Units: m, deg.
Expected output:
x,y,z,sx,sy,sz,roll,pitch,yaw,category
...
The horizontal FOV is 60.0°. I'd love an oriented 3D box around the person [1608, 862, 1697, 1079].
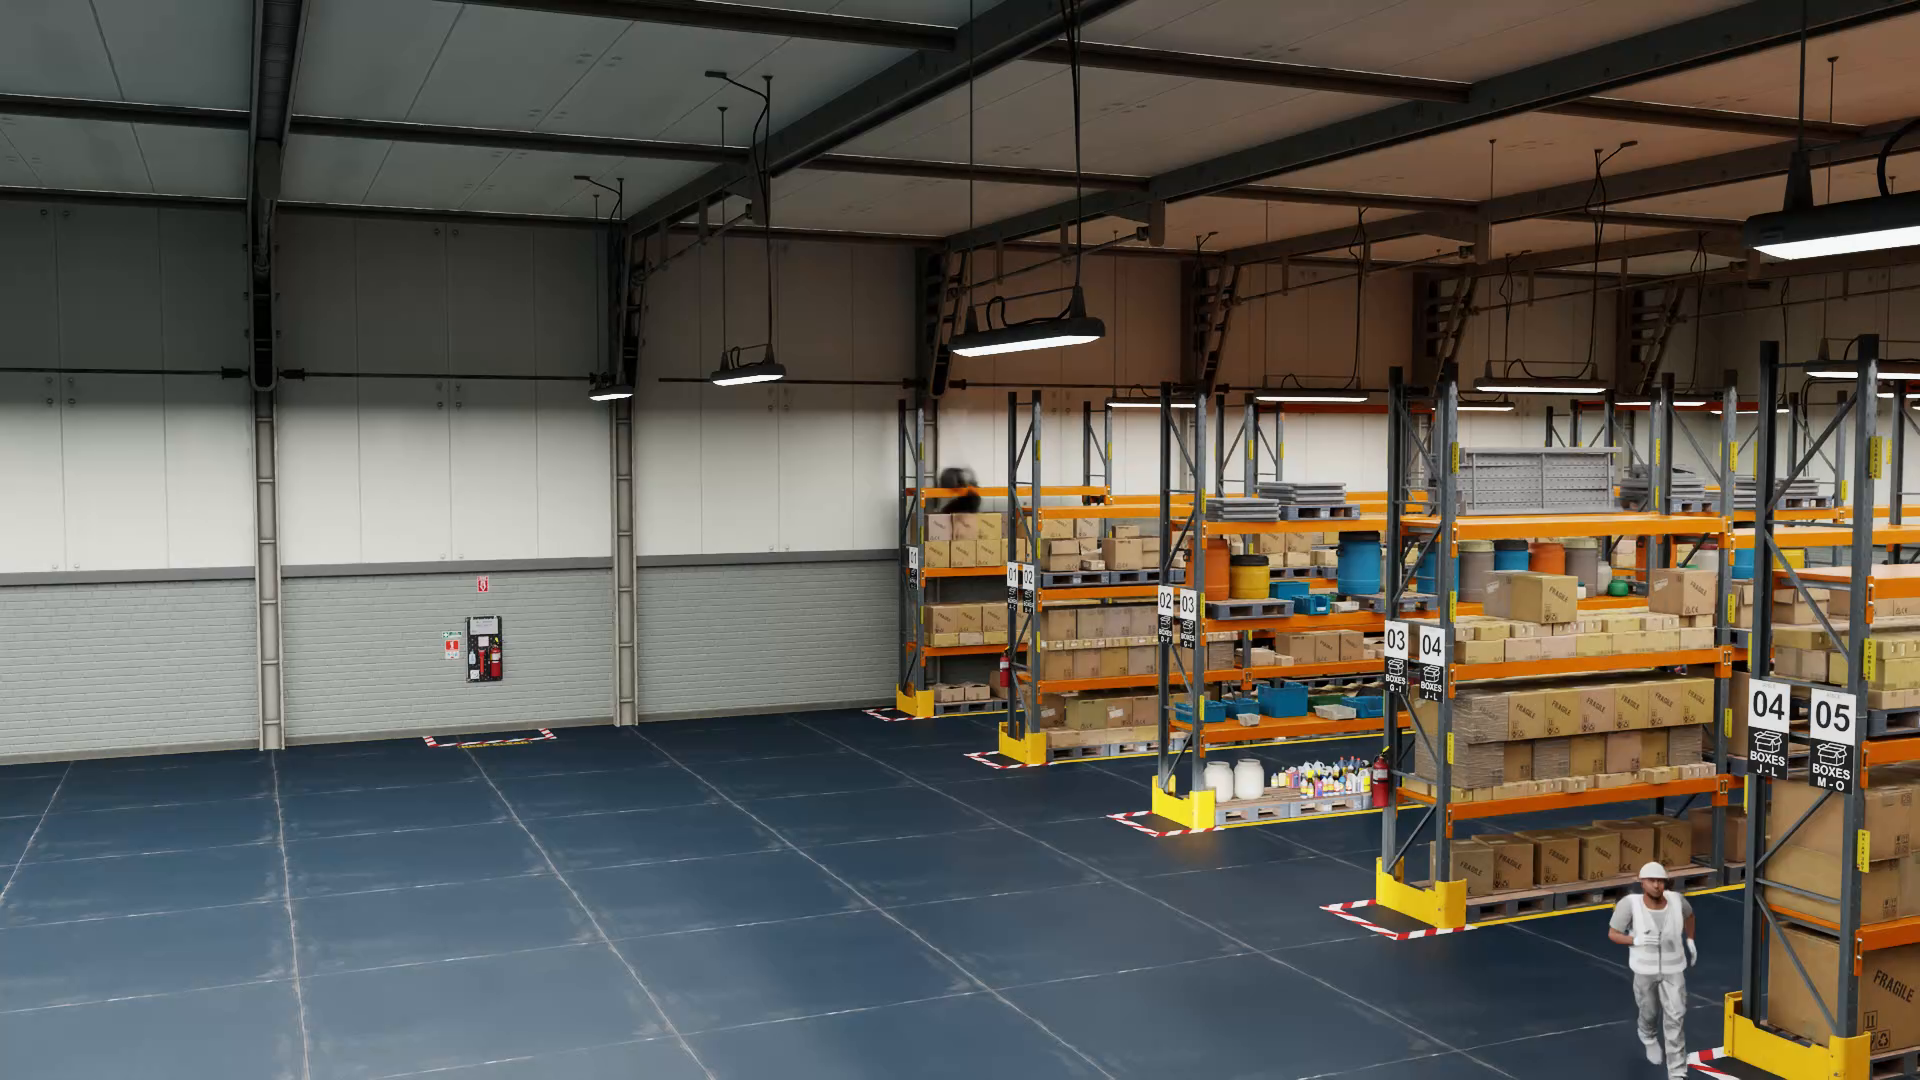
x,y,z,sx,sy,sz,roll,pitch,yaw,category
5.576,3.460,13.390,0.693,1.766,1.041,1,3,14,person
